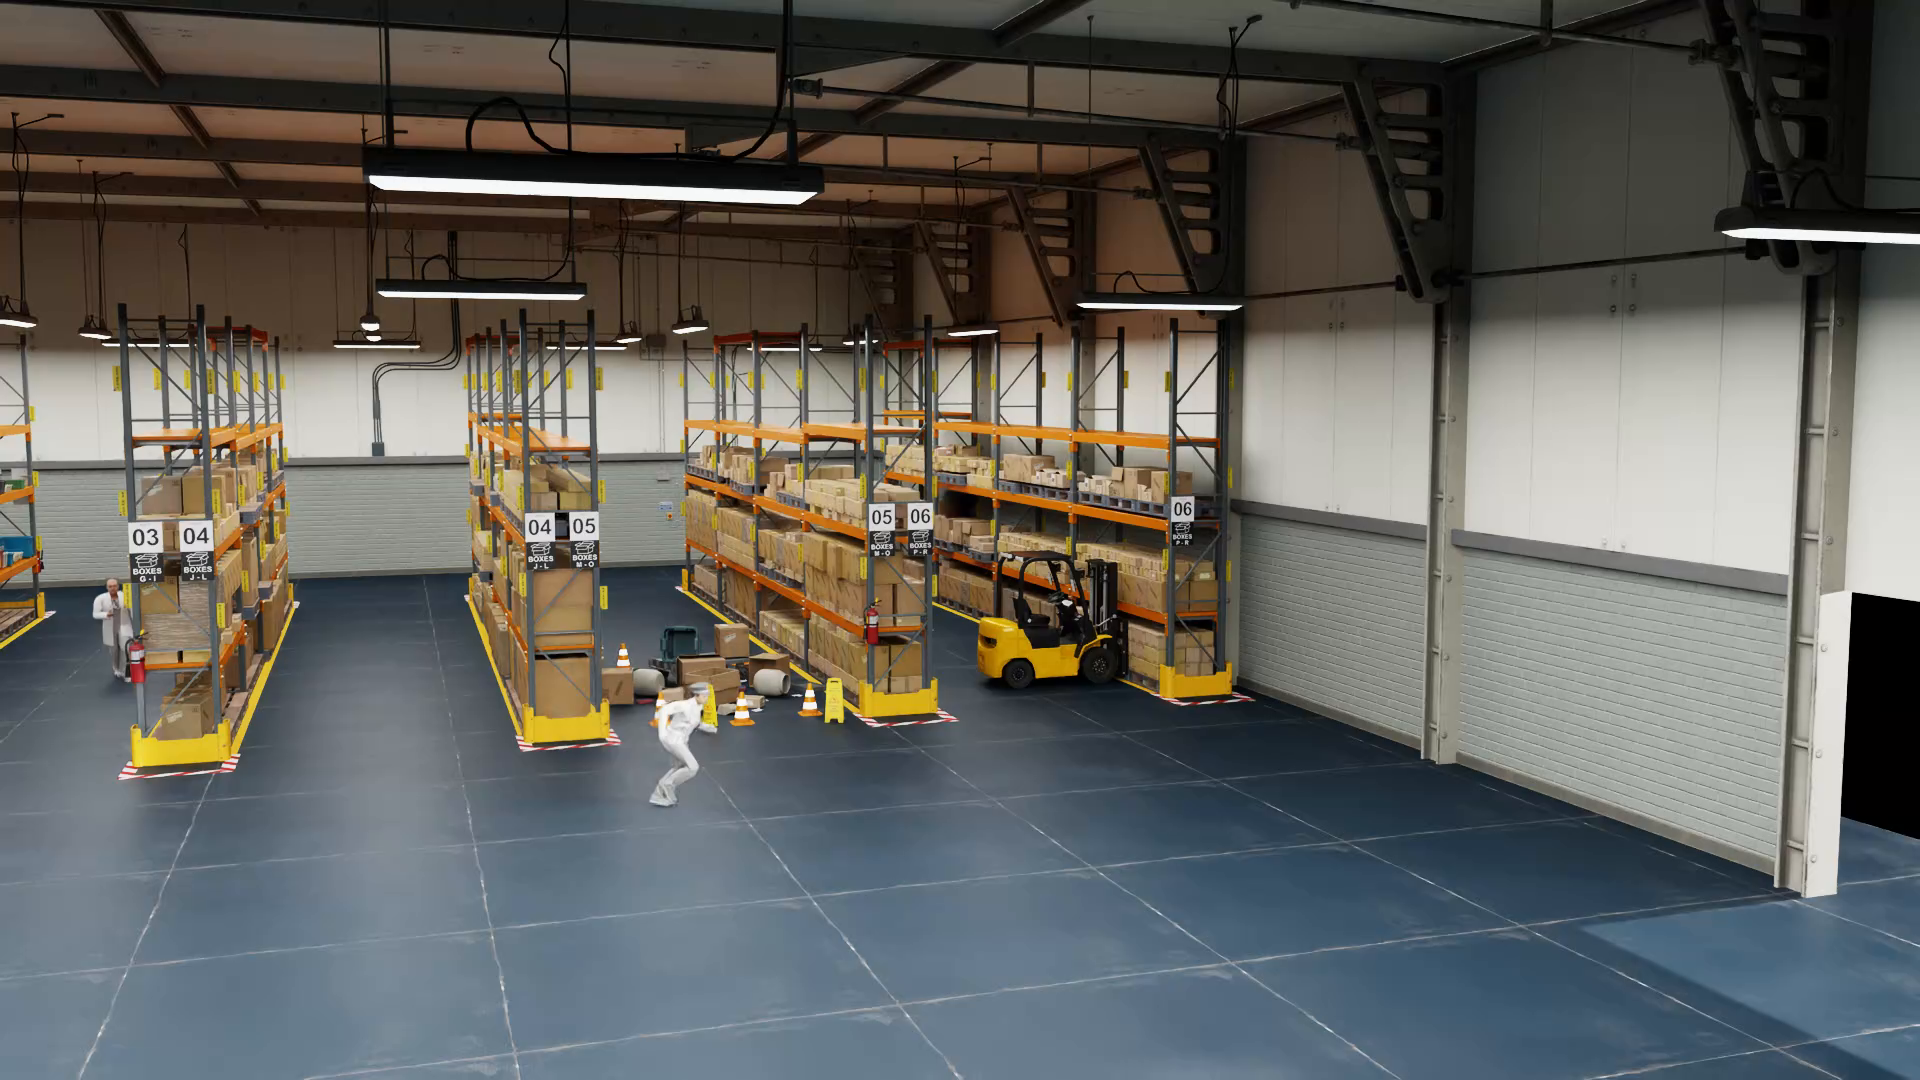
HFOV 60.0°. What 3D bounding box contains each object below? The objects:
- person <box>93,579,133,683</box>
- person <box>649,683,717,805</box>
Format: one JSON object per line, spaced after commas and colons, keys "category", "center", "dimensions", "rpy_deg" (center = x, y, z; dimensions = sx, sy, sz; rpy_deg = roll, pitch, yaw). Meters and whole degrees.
{"category": "person", "center": [-14.082, 1.495, 27.741], "dimensions": [0.626, 1.733, 1.057], "rpy_deg": [-2, 6, -23]}
{"category": "person", "center": [-3.276, 2.406, 19.486], "dimensions": [0.859, 1.497, 0.648], "rpy_deg": [2, 6, 17]}
